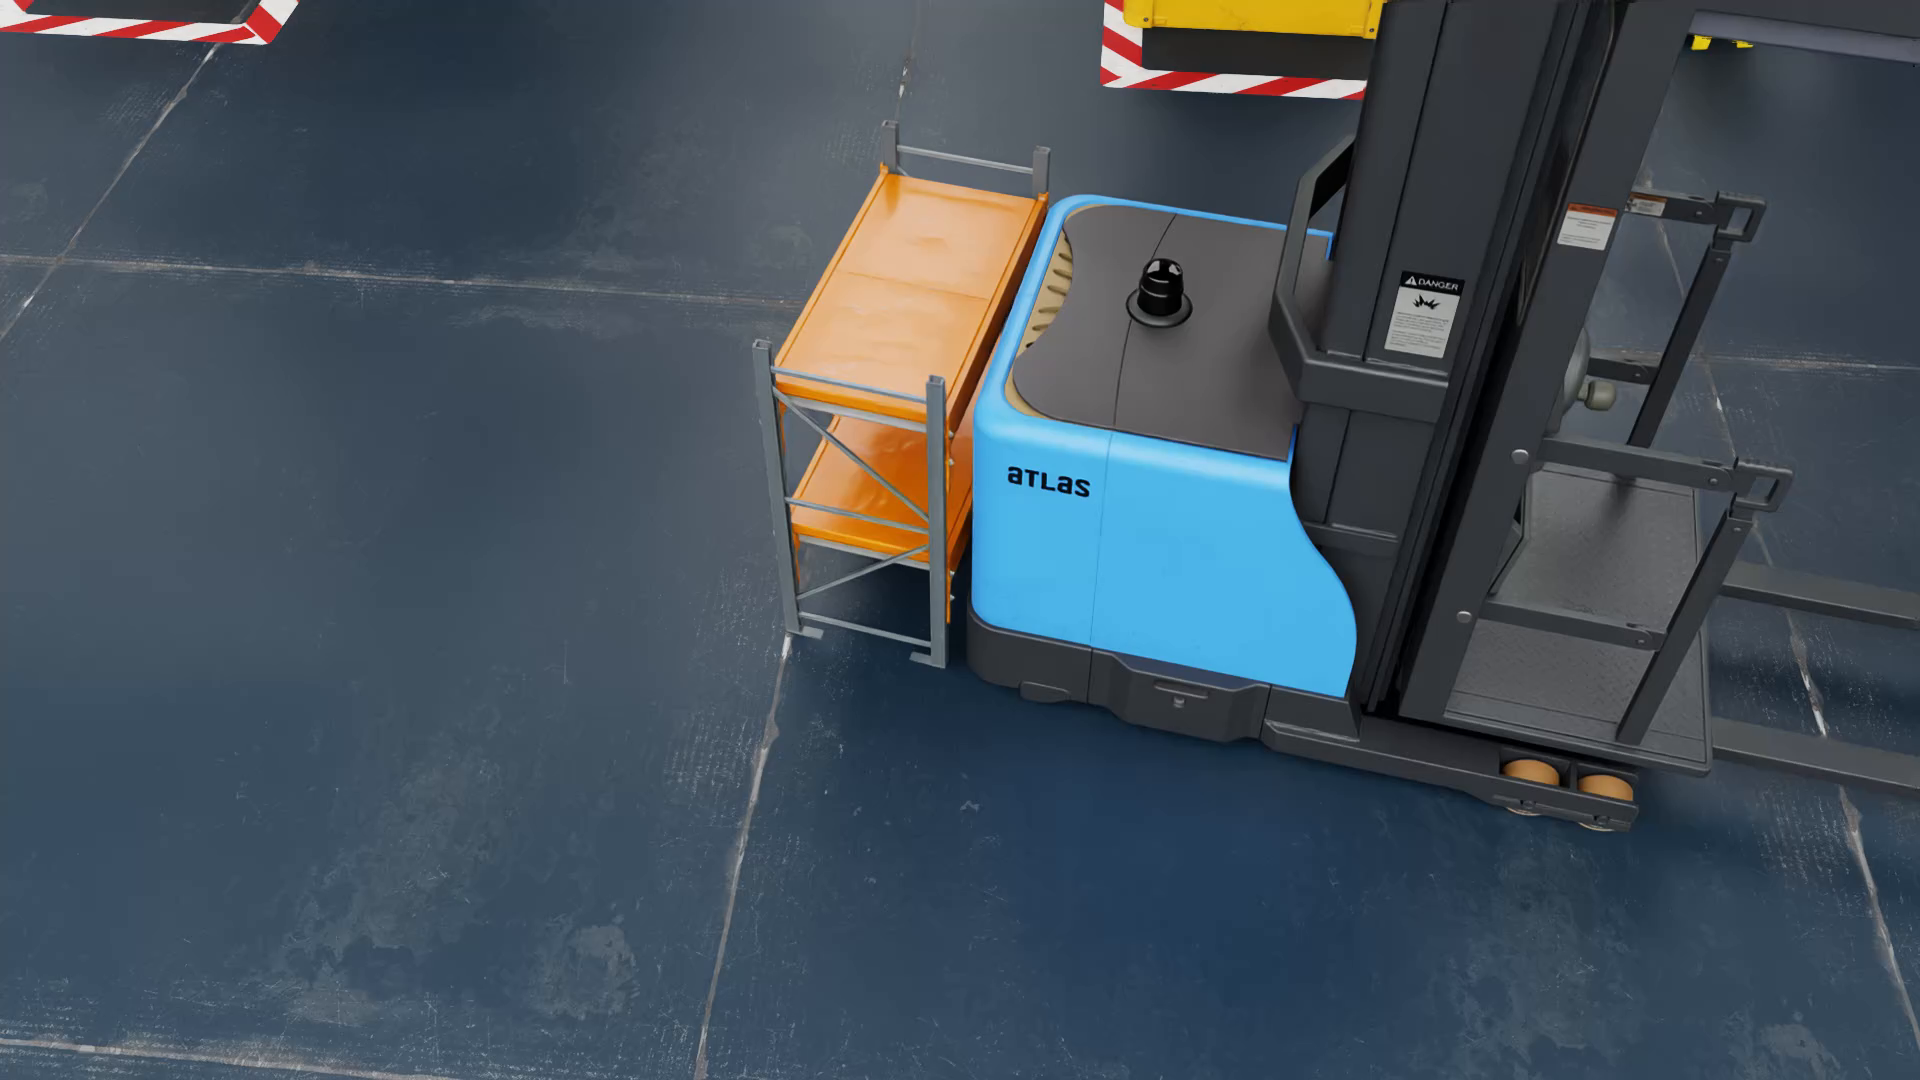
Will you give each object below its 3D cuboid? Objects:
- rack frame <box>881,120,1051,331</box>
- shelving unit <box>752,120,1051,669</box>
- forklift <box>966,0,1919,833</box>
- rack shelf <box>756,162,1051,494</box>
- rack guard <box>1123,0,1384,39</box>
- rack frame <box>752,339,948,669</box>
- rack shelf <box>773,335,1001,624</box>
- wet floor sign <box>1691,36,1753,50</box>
[{"bbox_3d":[0.015,-0.781,5.203,0.500,1.125,0.032,13,49,11],"label":"rack frame"},{"bbox_3d":[-0.132,-0.422,4.874,0.538,1.125,1.048,13,49,11],"label":"shelving unit"},{"bbox_3d":[1.594,-0.635,3.845,3.031,2.935,1.130,11,49,10],"label":"forklift"},{"bbox_3d":[-0.132,-0.620,4.658,0.538,0.278,1.000,13,49,11],"label":"rack shelf"},{"bbox_3d":[1.316,-2.514,7.211,1.175,0.500,0.348,4,48,4],"label":"rack guard"},{"bbox_3d":[-0.279,-0.063,4.546,0.500,1.125,0.032,13,49,11],"label":"rack frame"},{"bbox_3d":[-0.132,-0.257,5.055,0.538,0.278,1.000,13,49,11],"label":"rack shelf"},{"bbox_3d":[3.287,-2.426,7.032,0.267,0.644,0.232,-4,48,-3],"label":"wet floor sign"}]
